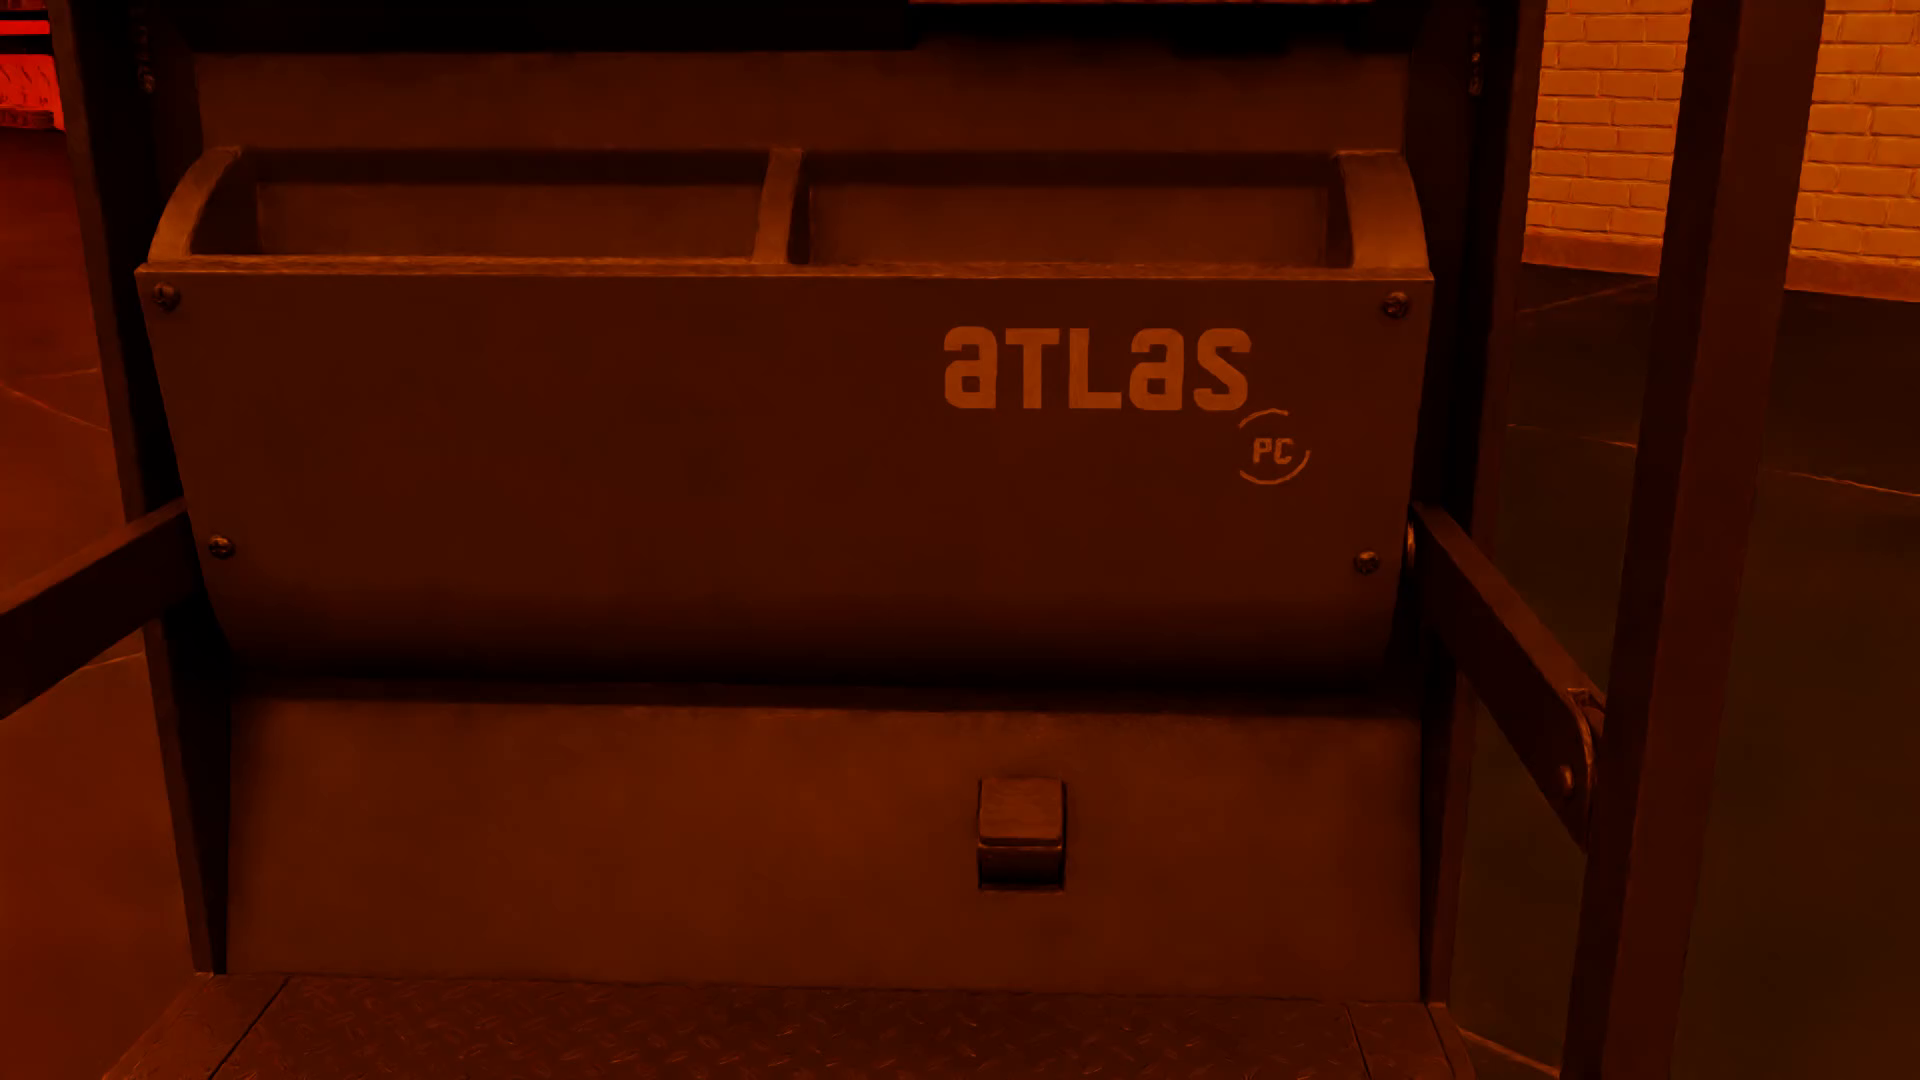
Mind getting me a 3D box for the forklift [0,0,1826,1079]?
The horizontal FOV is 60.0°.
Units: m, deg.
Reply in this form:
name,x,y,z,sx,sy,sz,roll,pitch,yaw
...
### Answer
name,x,y,z,sx,sy,sz,roll,pitch,yaw
forklift,-0.136,-0.613,0.908,1.130,2.935,3.031,1,17,2
